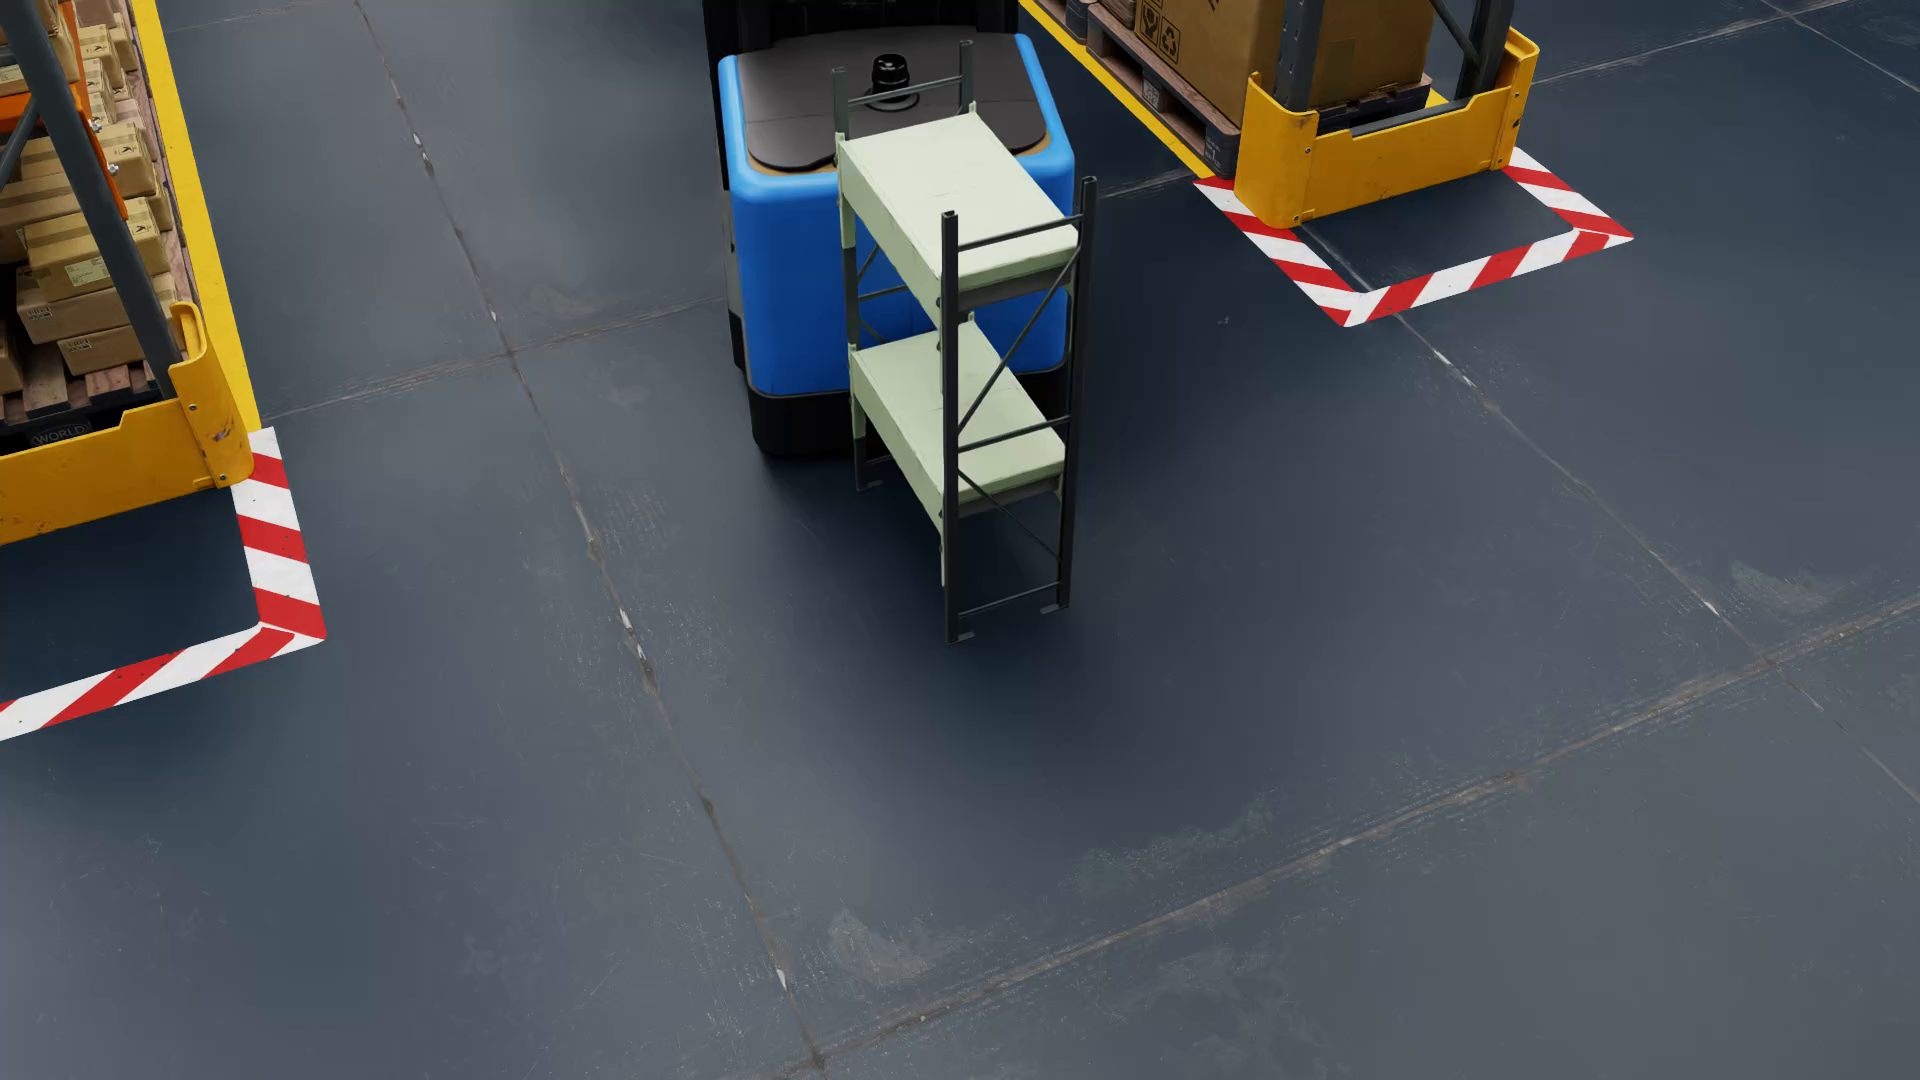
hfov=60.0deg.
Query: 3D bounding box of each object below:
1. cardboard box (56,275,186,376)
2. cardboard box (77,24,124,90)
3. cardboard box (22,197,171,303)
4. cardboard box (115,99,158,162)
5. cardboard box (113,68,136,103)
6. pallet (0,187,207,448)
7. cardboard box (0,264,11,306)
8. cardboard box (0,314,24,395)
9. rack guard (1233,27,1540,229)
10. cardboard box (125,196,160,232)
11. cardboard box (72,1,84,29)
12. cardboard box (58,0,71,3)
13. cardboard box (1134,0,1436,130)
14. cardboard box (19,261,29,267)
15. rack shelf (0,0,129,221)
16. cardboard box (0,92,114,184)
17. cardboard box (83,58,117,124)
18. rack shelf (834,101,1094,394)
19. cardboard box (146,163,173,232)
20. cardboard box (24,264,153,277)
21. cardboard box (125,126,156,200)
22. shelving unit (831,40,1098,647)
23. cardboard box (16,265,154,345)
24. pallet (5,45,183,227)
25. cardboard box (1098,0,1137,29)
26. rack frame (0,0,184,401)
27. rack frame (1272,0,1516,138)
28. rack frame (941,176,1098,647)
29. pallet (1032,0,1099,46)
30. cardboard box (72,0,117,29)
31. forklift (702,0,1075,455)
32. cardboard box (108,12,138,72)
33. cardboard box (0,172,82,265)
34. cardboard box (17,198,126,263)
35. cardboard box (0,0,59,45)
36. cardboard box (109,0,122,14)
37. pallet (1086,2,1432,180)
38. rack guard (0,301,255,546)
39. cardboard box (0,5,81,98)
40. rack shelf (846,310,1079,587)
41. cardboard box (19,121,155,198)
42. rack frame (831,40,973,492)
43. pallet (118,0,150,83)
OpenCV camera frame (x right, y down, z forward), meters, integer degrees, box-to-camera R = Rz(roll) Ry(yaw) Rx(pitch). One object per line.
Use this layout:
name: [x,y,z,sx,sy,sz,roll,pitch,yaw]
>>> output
cardboard box: [-2.806,-0.722,5.577,0.380,0.149,0.250,-17,47,-17]
cardboard box: [-3.360,-1.773,6.218,0.380,0.149,0.250,-17,47,-17]
cardboard box: [-2.789,-0.940,5.374,0.380,0.149,0.250,-20,48,-19]
cardboard box: [-3.329,-1.535,6.401,0.380,0.149,0.250,-20,48,-19]
cardboard box: [-3.469,-1.704,6.572,0.380,0.149,0.250,-18,47,-17]
pallet: [-3.218,-0.743,5.853,1.003,0.211,1.213,-18,47,-17]
cardboard box: [-3.520,-0.896,5.753,0.380,0.149,0.250,-18,47,-18]
cardboard box: [-3.287,-0.568,5.421,0.380,0.149,0.250,-17,47,-17]
rack guard: [1.676,-1.655,6.571,1.175,0.500,0.348,-18,47,-17]
cardboard box: [-2.928,-1.001,5.648,0.380,0.149,0.250,-18,47,-18]
cardboard box: [-3.553,-1.905,6.352,0.380,0.149,0.250,-18,47,-17]
cardboard box: [-2.925,-1.710,5.027,0.380,0.149,0.250,-19,48,-19]
cardboard box: [1.324,-2.337,6.697,0.875,0.875,0.875,-18,47,-17]
cardboard box: [-3.101,-1.021,5.880,0.380,0.149,0.250,-18,47,-17]
rack shelf: [-3.718,-2.178,5.834,1.077,0.370,4.000,-18,47,-17]
cardboard box: [-3.183,-1.412,5.853,0.380,0.149,0.250,-20,48,-19]
cardboard box: [-3.291,-1.592,6.035,0.380,0.149,0.250,-16,47,-16]
rack shelf: [-0.004,-0.794,4.431,0.431,0.370,0.720,-17,47,-17]
cardboard box: [-3.110,-1.217,6.078,0.380,0.149,0.250,-17,47,-17]
cardboard box: [-2.991,-0.865,5.722,0.380,0.149,0.250,-18,47,-18]
cardboard box: [-3.121,-1.326,5.977,0.380,0.149,0.250,-17,47,-16]
shelving unit: [-0.004,-0.516,4.705,0.431,1.500,0.755,-17,47,-17]
cardboard box: [-2.864,-0.810,5.454,0.380,0.149,0.250,-16,47,-16]
pallet: [-3.727,-1.520,6.640,1.003,0.211,1.213,-18,47,-17]
cardboard box: [0.942,-2.917,7.284,0.875,0.875,0.875,-18,47,-17]
rack frame: [-2.877,-1.159,4.289,1.000,3.000,0.127,-18,47,-17]
rack frame: [1.666,-2.560,5.709,1.000,3.000,0.127,-18,47,-17]
rack frame: [0.143,-0.281,4.467,0.400,1.500,0.023,-17,47,-17]
pallet: [0.750,-2.830,7.968,1.003,0.211,1.213,-18,47,-17]
cardboard box: [-3.558,-2.095,6.545,0.380,0.149,0.250,-20,48,-19]
forklift: [-0.378,-2.367,5.563,1.130,2.935,3.031,-6,45,-6]
cardboard box: [-3.649,-2.034,6.907,0.380,0.149,0.250,-18,47,-17]
cardboard box: [-3.014,-1.080,5.516,0.380,0.149,0.250,-17,47,-17]
cardboard box: [-3.111,-1.131,5.779,0.380,0.149,0.250,-17,47,-17]
cardboard box: [-2.815,-1.668,4.522,0.500,0.500,0.500,-16,47,-16]
cardboard box: [-3.881,-2.354,7.231,0.380,0.149,0.250,-20,48,-19]
pallet: [1.259,-2.054,7.181,1.003,0.211,1.213,-18,47,-17]
rack guard: [-2.909,-0.318,5.216,1.175,0.500,0.348,-18,47,-17]
cardboard box: [-2.715,-1.373,4.685,0.380,0.149,0.250,-18,48,-18]
rack shelf: [-0.004,-0.284,4.934,0.431,0.370,0.720,-17,47,-17]
cardboard box: [-3.003,-1.279,5.717,0.380,0.149,0.250,-18,47,-18]
rack frame: [-0.151,-0.752,4.944,0.400,1.500,0.023,-17,47,-17]
pallet: [-4.244,-2.298,7.429,1.003,0.211,1.213,-18,47,-17]
